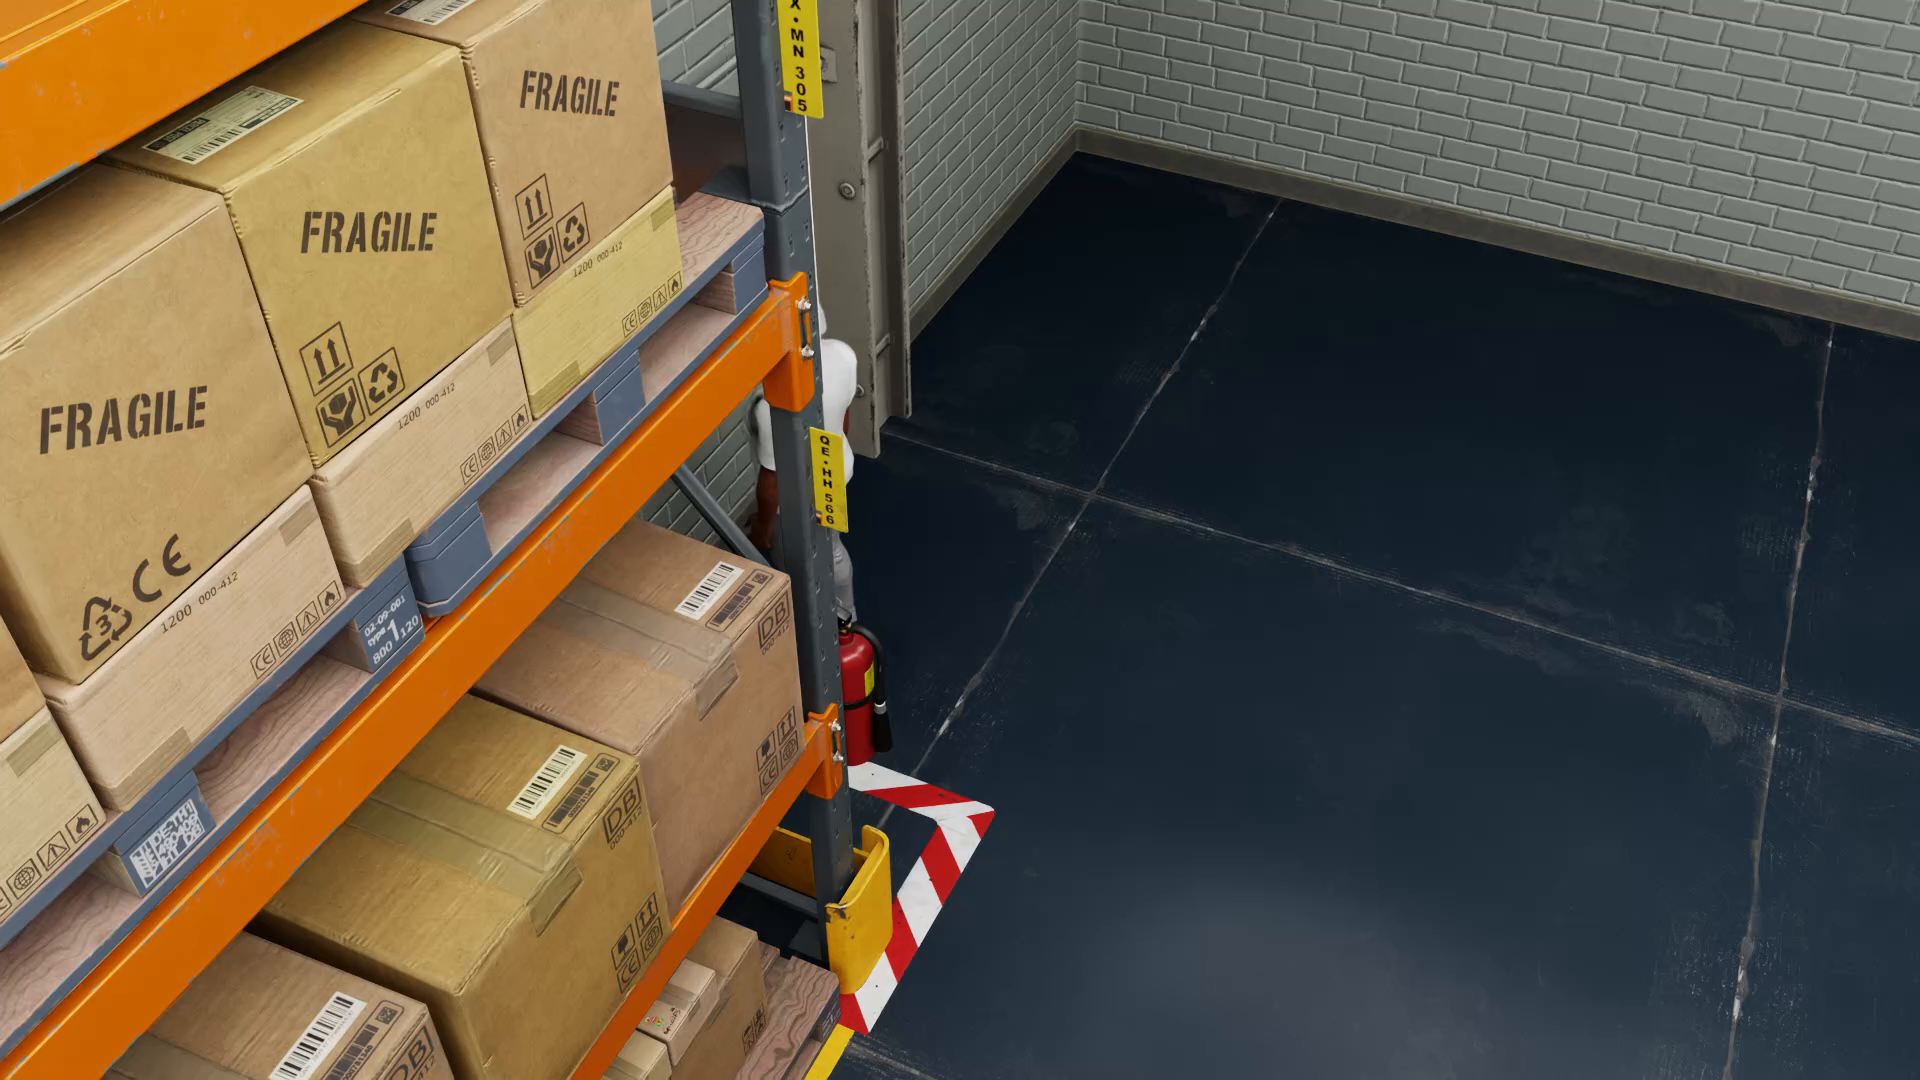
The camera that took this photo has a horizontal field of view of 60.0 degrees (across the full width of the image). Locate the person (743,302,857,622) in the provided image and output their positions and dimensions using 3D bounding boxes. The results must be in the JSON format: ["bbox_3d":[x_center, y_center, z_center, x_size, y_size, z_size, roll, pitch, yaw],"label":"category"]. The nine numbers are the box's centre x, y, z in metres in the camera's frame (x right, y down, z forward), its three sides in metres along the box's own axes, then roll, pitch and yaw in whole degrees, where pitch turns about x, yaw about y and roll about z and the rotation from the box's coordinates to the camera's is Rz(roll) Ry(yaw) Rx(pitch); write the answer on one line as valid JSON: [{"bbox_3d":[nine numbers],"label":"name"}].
[{"bbox_3d":[-0.616,-0.203,6.378,0.379,1.777,0.562,18,45,19],"label":"person"}]
